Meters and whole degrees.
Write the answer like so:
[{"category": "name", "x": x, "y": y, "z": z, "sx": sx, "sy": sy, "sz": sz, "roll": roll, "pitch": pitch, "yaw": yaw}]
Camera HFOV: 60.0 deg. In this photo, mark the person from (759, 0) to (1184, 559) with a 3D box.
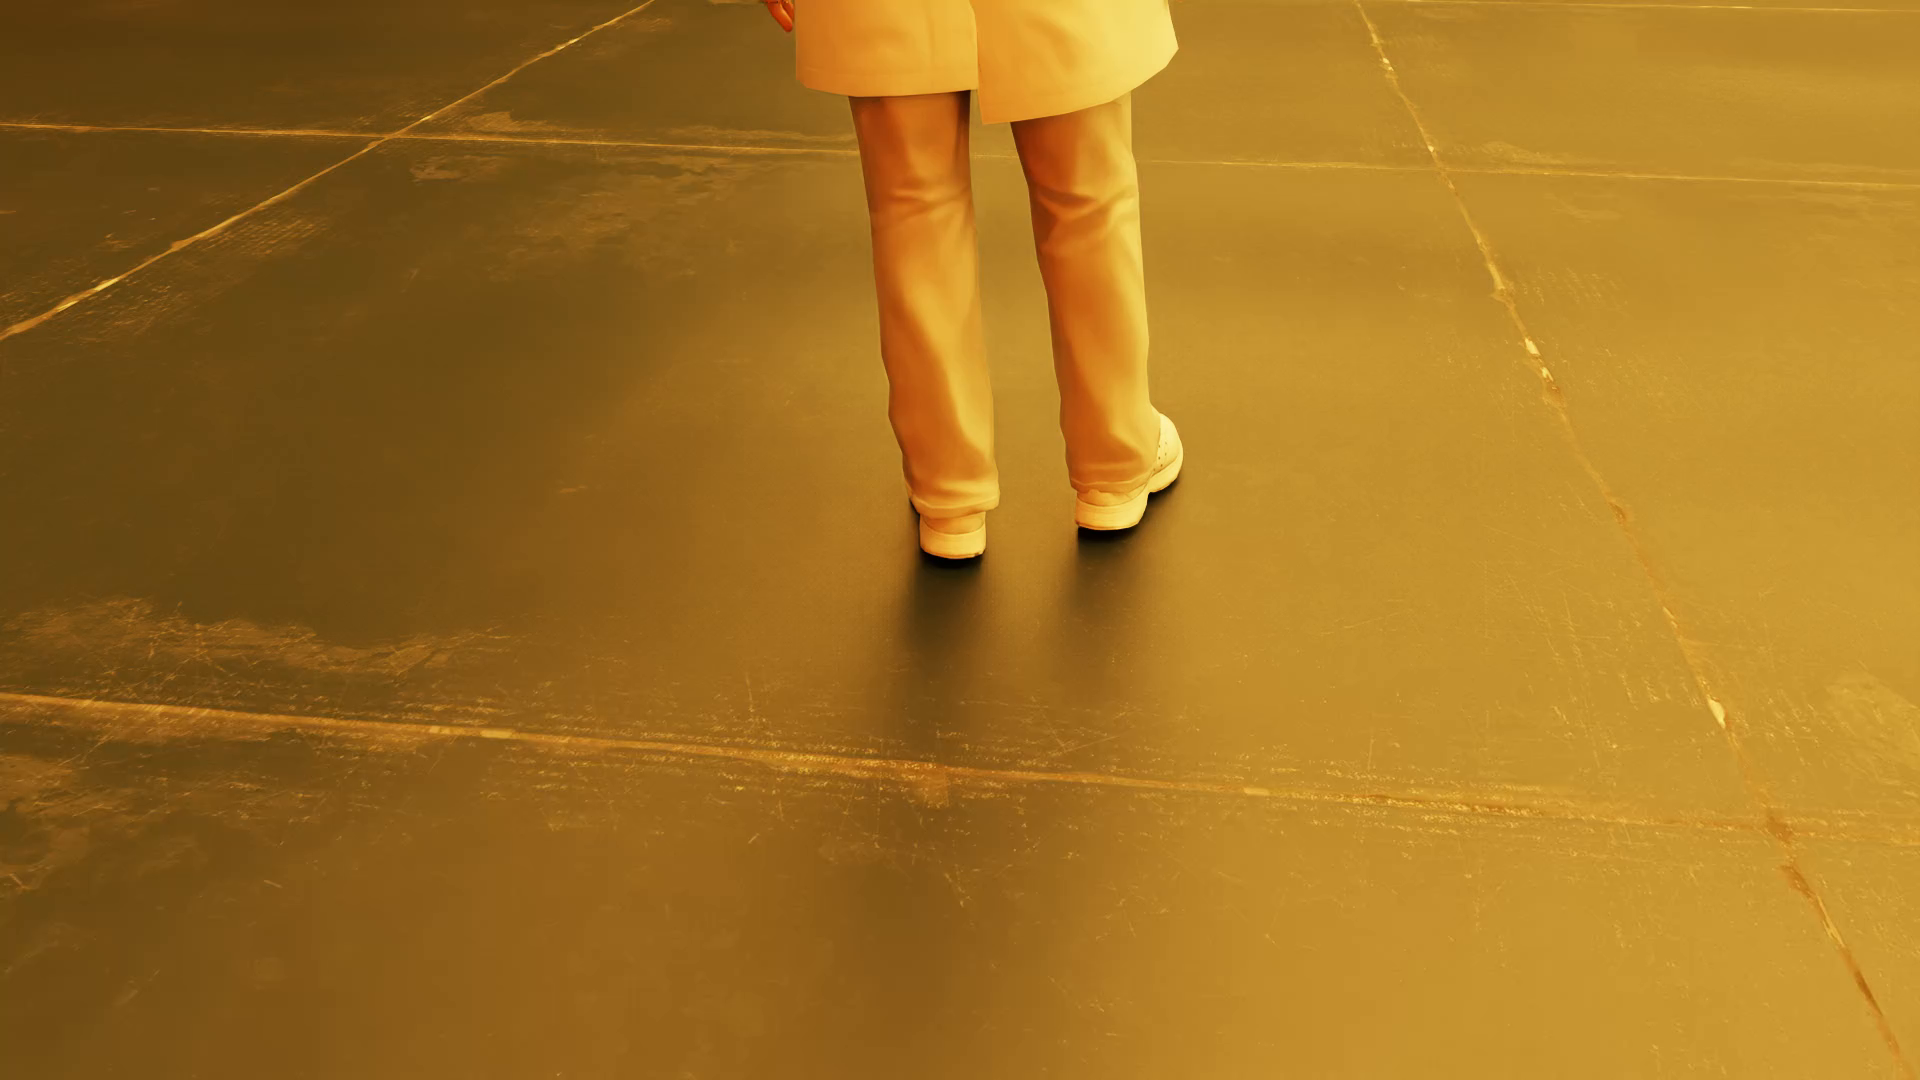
[{"category": "person", "x": 0.017, "y": -0.841, "z": 2.180, "sx": 0.694, "sy": 1.775, "sz": 0.581, "roll": 3, "pitch": 27, "yaw": 7}]
